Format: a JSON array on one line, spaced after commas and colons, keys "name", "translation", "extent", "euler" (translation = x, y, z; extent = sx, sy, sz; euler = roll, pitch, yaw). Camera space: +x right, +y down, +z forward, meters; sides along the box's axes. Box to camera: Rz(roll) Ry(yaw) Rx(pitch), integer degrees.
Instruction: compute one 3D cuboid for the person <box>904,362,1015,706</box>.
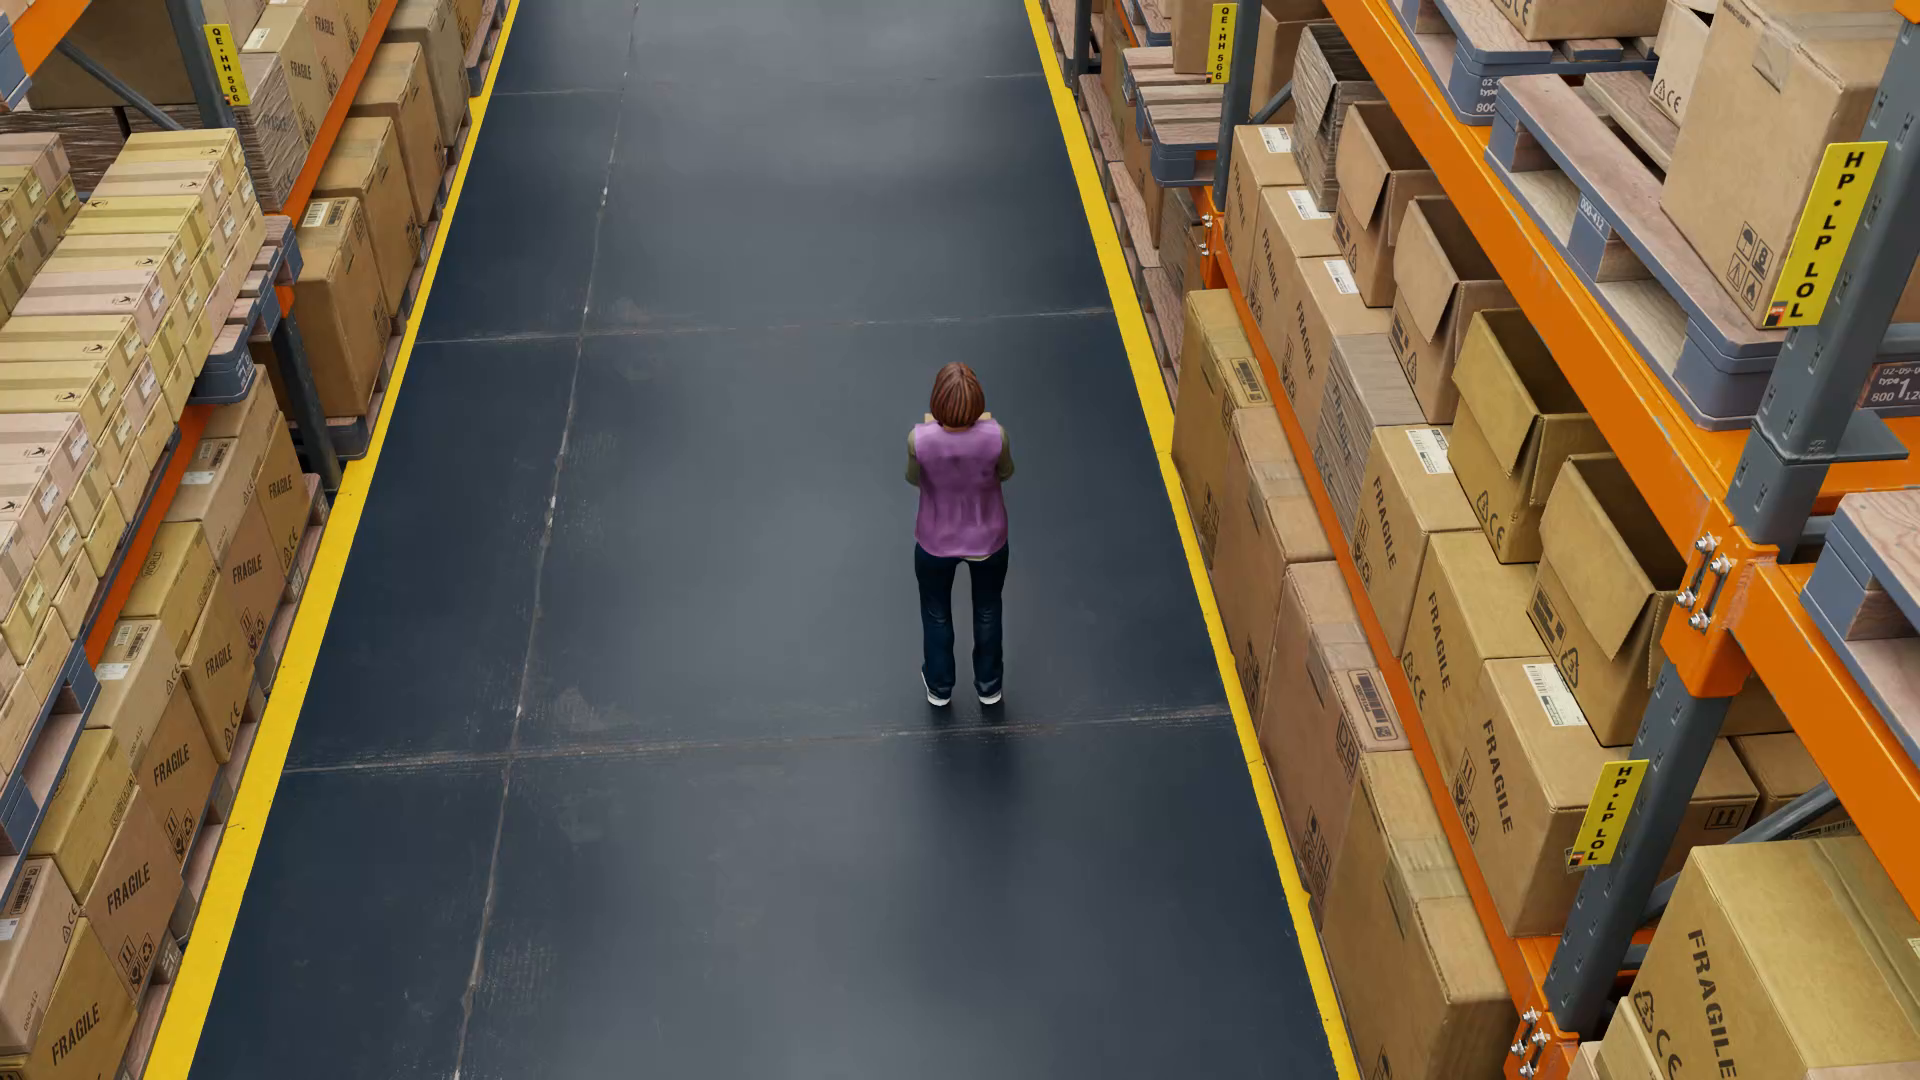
[{"name": "person", "translation": [-0.001, -0.060, 6.240], "extent": [0.405, 1.590, 0.492], "euler": [-2, 40, -2]}]
